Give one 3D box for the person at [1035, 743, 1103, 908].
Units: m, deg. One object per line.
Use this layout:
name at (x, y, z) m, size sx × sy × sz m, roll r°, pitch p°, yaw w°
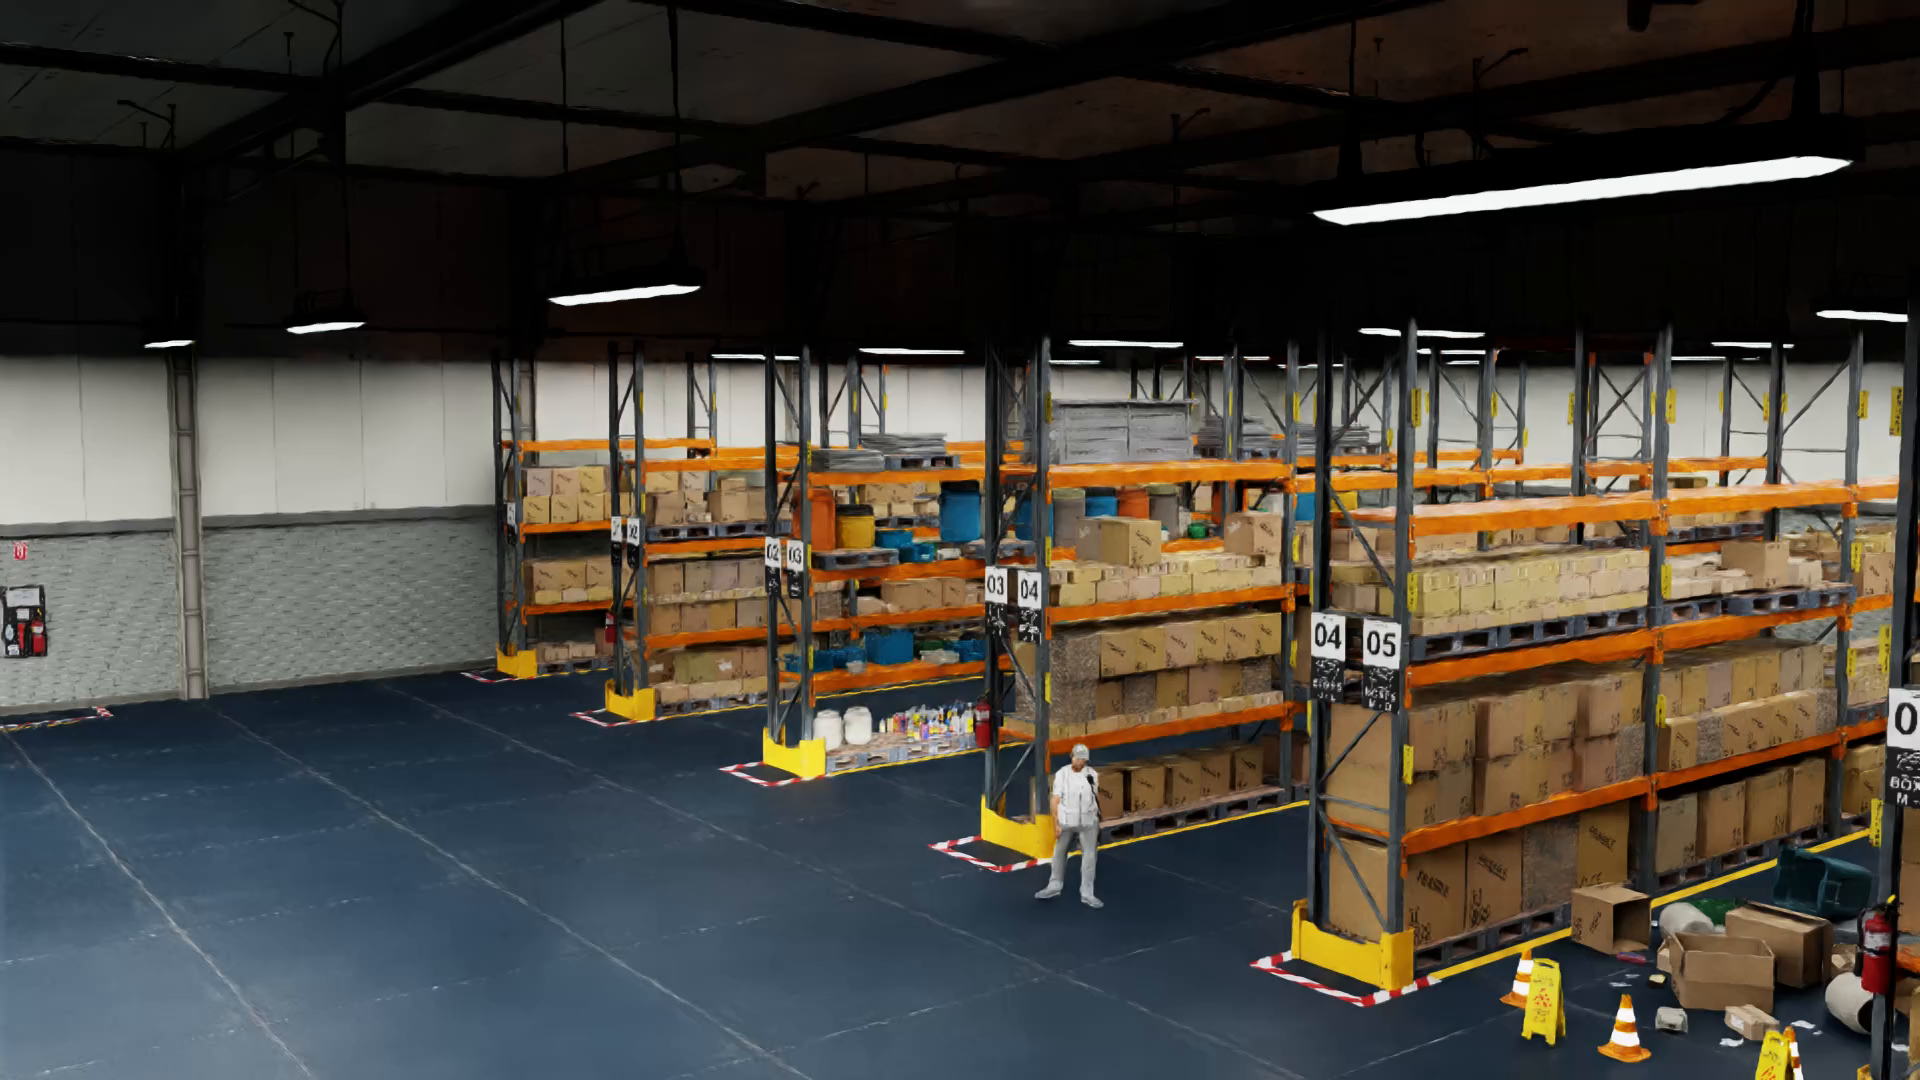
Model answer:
person at (1.106, 2.866, 16.853) m, size 0.686 × 1.662 × 0.476 m, roll 0°, pitch 5°, yaw 0°
